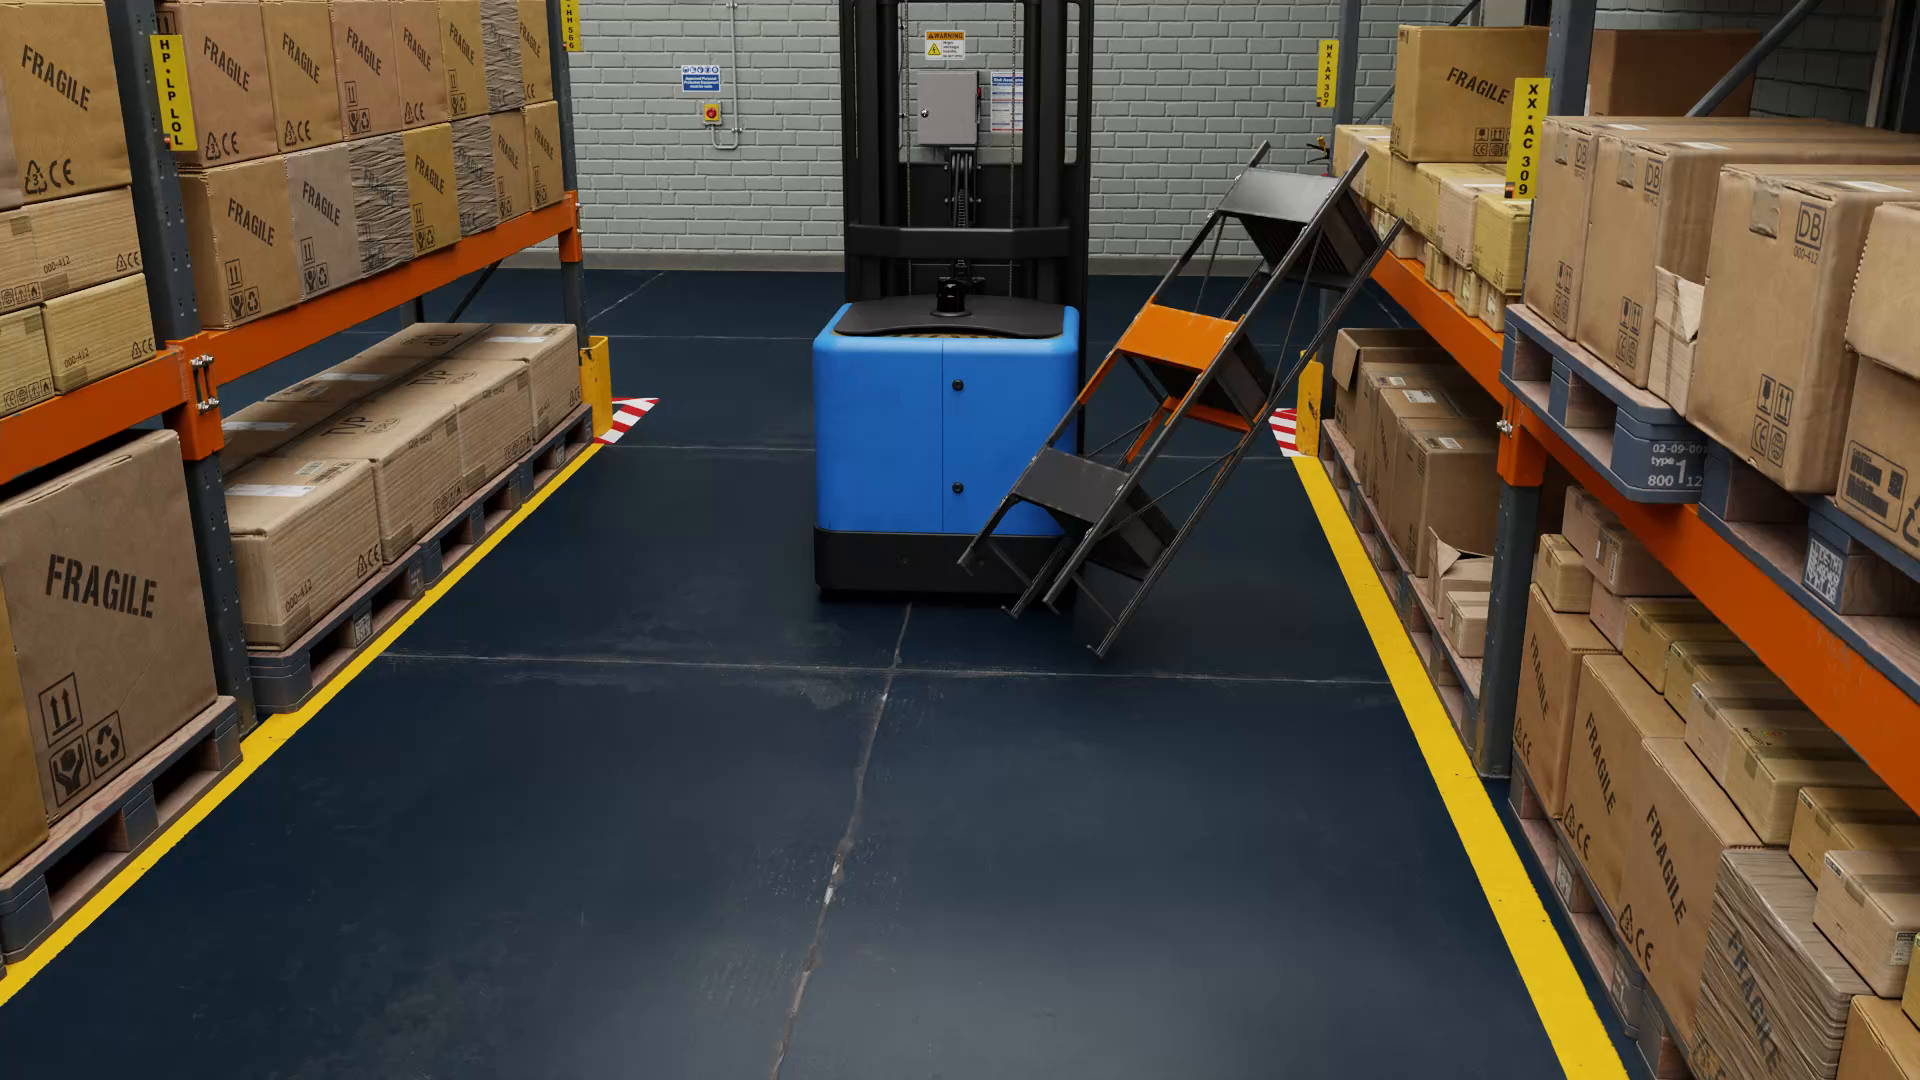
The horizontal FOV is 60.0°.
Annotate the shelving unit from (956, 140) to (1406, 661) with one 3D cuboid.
[{"bbox_3d":[0.855,-0.570,6.279,0.503,0.431,2.100,23,72,49],"label":"shelving unit"}]

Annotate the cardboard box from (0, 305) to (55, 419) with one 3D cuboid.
[{"bbox_3d":[-2.655,-0.424,4.140,0.500,0.250,0.500,1,18,3],"label":"cardboard box"}]

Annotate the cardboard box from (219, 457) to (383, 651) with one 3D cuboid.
[{"bbox_3d":[-2.685,0.027,5.963,0.875,0.438,0.875,1,18,3],"label":"cardboard box"}]

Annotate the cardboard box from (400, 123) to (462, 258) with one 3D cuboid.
[{"bbox_3d":[-2.423,-1.456,6.889,0.500,0.500,0.500,2,18,6],"label":"cardboard box"}]

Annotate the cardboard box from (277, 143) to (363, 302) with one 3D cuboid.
[{"bbox_3d":[-2.502,-1.142,5.930,0.500,0.500,0.500,1,18,4],"label":"cardboard box"}]

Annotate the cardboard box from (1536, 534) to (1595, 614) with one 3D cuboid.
[{"bbox_3d":[1.823,0.097,4.608,0.380,0.149,0.250,2,18,7],"label":"cardboard box"}]

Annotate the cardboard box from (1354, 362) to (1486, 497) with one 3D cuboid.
[{"bbox_3d":[2.163,-0.490,7.441,0.700,0.500,0.500,2,18,6],"label":"cardboard box"}]

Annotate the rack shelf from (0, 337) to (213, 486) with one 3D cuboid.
[{"bbox_3d":[-2.980,0.165,3.258,1.077,0.370,4.000,1,18,4],"label":"rack shelf"}]

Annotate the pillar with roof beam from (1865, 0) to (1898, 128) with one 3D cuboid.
[{"bbox_3d":[-1.231,-3.832,4.665,9.100,9.000,0.400,1,18,4],"label":"pillar with roof beam"}]

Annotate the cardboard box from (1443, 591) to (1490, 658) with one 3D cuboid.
[{"bbox_3d":[1.861,0.287,5.634,0.380,0.149,0.250,1,18,2],"label":"cardboard box"}]

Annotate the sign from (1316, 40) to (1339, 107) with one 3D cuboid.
[{"bbox_3d":[1.860,-2.354,8.400,0.100,0.325,0.005,1,18,4],"label":"sign"}]

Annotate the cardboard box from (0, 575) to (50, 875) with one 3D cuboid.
[{"bbox_3d":[-2.858,0.487,3.857,0.875,0.875,0.875,2,18,6],"label":"cardboard box"}]

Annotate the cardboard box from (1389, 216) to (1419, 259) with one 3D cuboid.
[{"bbox_3d":[1.963,-1.234,6.776,0.380,0.149,0.250,2,18,5],"label":"cardboard box"}]

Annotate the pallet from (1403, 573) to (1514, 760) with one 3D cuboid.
[{"bbox_3d":[2.165,0.423,5.792,1.003,0.211,1.213,1,18,4],"label":"pallet"}]

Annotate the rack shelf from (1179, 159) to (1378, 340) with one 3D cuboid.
[{"bbox_3d":[1.251,-1.113,6.416,0.480,0.431,0.518,23,72,49],"label":"rack shelf"}]

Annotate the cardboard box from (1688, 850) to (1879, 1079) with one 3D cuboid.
[{"bbox_3d":[1.743,0.926,3.118,0.500,0.500,0.500,1,18,2],"label":"cardboard box"}]

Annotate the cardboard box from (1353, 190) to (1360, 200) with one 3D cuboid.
[{"bbox_3d":[2.104,-1.715,8.245,0.380,0.149,0.250,1,18,3],"label":"cardboard box"}]

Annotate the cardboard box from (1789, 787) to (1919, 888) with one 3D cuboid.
[{"bbox_3d":[1.802,0.588,3.108,0.380,0.149,0.250,1,18,4],"label":"cardboard box"}]

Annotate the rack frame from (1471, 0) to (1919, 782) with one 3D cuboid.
[{"bbox_3d":[2.114,-0.689,4.707,1.000,3.000,0.127,1,18,4],"label":"rack frame"}]

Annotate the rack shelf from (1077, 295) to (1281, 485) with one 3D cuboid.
[{"bbox_3d":[0.847,-0.559,6.277,0.480,0.431,0.518,23,72,49],"label":"rack shelf"}]

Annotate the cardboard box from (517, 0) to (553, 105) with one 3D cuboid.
[{"bbox_3d":[-2.347,-2.408,8.189,0.500,0.500,0.500,2,18,6],"label":"cardboard box"}]

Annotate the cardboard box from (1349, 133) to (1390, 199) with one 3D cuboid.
[{"bbox_3d":[2.064,-1.709,7.586,0.500,0.250,0.500,1,18,5],"label":"cardboard box"}]

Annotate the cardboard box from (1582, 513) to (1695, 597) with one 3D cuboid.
[{"bbox_3d":[1.852,0.037,4.312,0.380,0.149,0.250,0,18,1],"label":"cardboard box"}]

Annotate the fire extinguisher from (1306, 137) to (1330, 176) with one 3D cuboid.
[{"bbox_3d":[1.951,-1.773,8.739,0.296,0.674,0.183,1,18,4],"label":"fire extinguisher"}]

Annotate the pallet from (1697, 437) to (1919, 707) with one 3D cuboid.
[{"bbox_3d":[1.962,0.041,2.789,1.003,0.211,1.213,1,18,4],"label":"pallet"}]

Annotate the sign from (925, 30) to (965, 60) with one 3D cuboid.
[{"bbox_3d":[-0.125,-4.158,13.969,0.339,0.242,0.001,1,18,4],"label":"sign"}]

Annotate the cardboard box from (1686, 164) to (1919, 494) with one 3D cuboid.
[{"bbox_3d":[1.763,-0.386,2.948,0.700,0.500,0.500,1,18,4],"label":"cardboard box"}]

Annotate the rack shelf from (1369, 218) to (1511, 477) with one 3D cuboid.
[{"bbox_3d":[2.258,-0.968,6.715,1.077,0.370,4.000,1,18,4],"label":"rack shelf"}]

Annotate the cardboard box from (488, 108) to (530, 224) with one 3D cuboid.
[{"bbox_3d":[-2.372,-1.777,7.867,0.500,0.500,0.500,1,18,3],"label":"cardboard box"}]

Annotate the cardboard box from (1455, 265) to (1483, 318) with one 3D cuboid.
[{"bbox_3d":[1.877,-0.836,5.562,0.380,0.149,0.250,2,18,5],"label":"cardboard box"}]

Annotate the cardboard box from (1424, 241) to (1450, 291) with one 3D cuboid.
[{"bbox_3d":[1.913,-0.997,6.053,0.380,0.149,0.250,1,18,3],"label":"cardboard box"}]

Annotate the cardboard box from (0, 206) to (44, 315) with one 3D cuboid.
[{"bbox_3d":[-2.654,-0.667,4.078,0.500,0.250,0.500,2,18,5],"label":"cardboard box"}]

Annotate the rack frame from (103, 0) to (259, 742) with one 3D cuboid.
[{"bbox_3d":[-2.837,-0.798,5.042,1.000,3.000,0.127,1,18,4],"label":"rack frame"}]

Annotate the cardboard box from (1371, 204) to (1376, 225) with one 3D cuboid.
[{"bbox_3d":[2.068,-1.476,7.514,0.380,0.149,0.250,2,18,6],"label":"cardboard box"}]

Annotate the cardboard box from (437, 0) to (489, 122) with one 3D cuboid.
[{"bbox_3d":[-2.394,-2.092,7.223,0.500,0.500,0.500,1,18,4],"label":"cardboard box"}]

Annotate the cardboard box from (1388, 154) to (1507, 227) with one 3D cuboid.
[{"bbox_3d":[2.016,-1.393,6.619,0.500,0.250,0.500,1,18,2],"label":"cardboard box"}]

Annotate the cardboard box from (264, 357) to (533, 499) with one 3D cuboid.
[{"bbox_3d":[-2.555,-0.531,7.666,0.875,0.438,0.875,2,18,5],"label":"cardboard box"}]

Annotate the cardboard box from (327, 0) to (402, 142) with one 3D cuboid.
[{"bbox_3d":[-2.471,-1.779,6.268,0.500,0.500,0.500,2,18,5],"label":"cardboard box"}]

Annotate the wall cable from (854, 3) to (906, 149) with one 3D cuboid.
[{"bbox_3d":[-0.754,-4.247,13.935,0.588,1.984,0.122,1,18,4],"label":"wall cable"}]

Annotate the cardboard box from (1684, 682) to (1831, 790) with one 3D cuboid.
[{"bbox_3d":[1.812,0.427,3.601,0.380,0.149,0.250,1,18,4],"label":"cardboard box"}]

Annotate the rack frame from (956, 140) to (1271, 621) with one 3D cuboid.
[{"bbox_3d":[0.706,-0.632,6.462,0.015,0.400,2.100,23,72,49],"label":"rack frame"}]

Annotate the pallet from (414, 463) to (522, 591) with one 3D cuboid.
[{"bbox_3d":[-2.619,-0.087,7.351,1.003,0.211,1.213,1,18,4],"label":"pallet"}]

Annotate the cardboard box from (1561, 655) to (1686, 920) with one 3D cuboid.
[{"bbox_3d":[1.827,0.611,4.082,0.500,0.500,0.500,1,18,3],"label":"cardboard box"}]

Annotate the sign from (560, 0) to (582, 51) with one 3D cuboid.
[{"bbox_3d":[-2.010,-2.687,8.566,0.100,0.325,0.005,1,18,4],"label":"sign"}]

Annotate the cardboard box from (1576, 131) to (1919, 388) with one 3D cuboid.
[{"bbox_3d":[1.820,-0.629,3.692,0.700,0.500,0.500,1,18,5],"label":"cardboard box"}]

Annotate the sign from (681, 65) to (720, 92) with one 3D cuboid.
[{"bbox_3d":[-2.213,-3.941,14.198,0.327,0.218,0.001,1,18,4],"label":"sign"}]

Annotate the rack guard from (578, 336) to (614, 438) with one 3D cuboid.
[{"bbox_3d":[-2.548,-0.860,9.245,1.175,0.500,0.348,1,18,4],"label":"rack guard"}]

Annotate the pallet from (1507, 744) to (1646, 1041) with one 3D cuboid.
[{"bbox_3d":[2.094,0.890,4.368,1.003,0.211,1.213,1,18,4],"label":"pallet"}]

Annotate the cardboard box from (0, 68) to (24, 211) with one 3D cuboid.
[{"bbox_3d":[-2.648,-1.016,3.939,0.500,0.500,0.500,2,18,5],"label":"cardboard box"}]

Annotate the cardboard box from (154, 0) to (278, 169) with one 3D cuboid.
[{"bbox_3d":[-2.561,-1.463,5.305,0.500,0.500,0.500,1,18,4],"label":"cardboard box"}]

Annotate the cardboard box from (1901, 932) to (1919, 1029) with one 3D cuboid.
[{"bbox_3d":[1.744,0.750,2.615,0.380,0.149,0.250,1,18,3],"label":"cardboard box"}]

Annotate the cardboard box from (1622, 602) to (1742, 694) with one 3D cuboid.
[{"bbox_3d":[1.874,0.265,4.096,0.380,0.149,0.250,0,18,1],"label":"cardboard box"}]

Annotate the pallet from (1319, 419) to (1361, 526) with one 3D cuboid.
[{"bbox_3d":[2.340,-0.334,8.105,1.003,0.211,1.213,1,18,4],"label":"pallet"}]

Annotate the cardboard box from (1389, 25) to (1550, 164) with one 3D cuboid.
[{"bbox_3d":[1.993,-1.756,6.525,0.500,0.500,0.500,2,18,5],"label":"cardboard box"}]

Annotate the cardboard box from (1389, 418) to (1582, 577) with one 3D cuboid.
[{"bbox_3d":[2.088,-0.168,6.457,0.700,0.500,0.500,1,18,2],"label":"cardboard box"}]

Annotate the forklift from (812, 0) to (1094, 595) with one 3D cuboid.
[{"bbox_3d":[0.048,-1.588,7.564,1.130,2.935,3.031,1,18,4],"label":"forklift"}]

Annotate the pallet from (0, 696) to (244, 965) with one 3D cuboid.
[{"bbox_3d":[-2.817,0.768,4.739,1.003,0.211,1.213,1,18,4],"label":"pallet"}]

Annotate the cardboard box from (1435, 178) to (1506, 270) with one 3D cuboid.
[{"bbox_3d":[1.929,-1.078,5.659,0.500,0.250,0.500,1,18,4],"label":"cardboard box"}]

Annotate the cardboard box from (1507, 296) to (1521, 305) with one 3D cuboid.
[{"bbox_3d":[1.885,-0.674,5.066,0.380,0.149,0.250,2,18,5],"label":"cardboard box"}]
